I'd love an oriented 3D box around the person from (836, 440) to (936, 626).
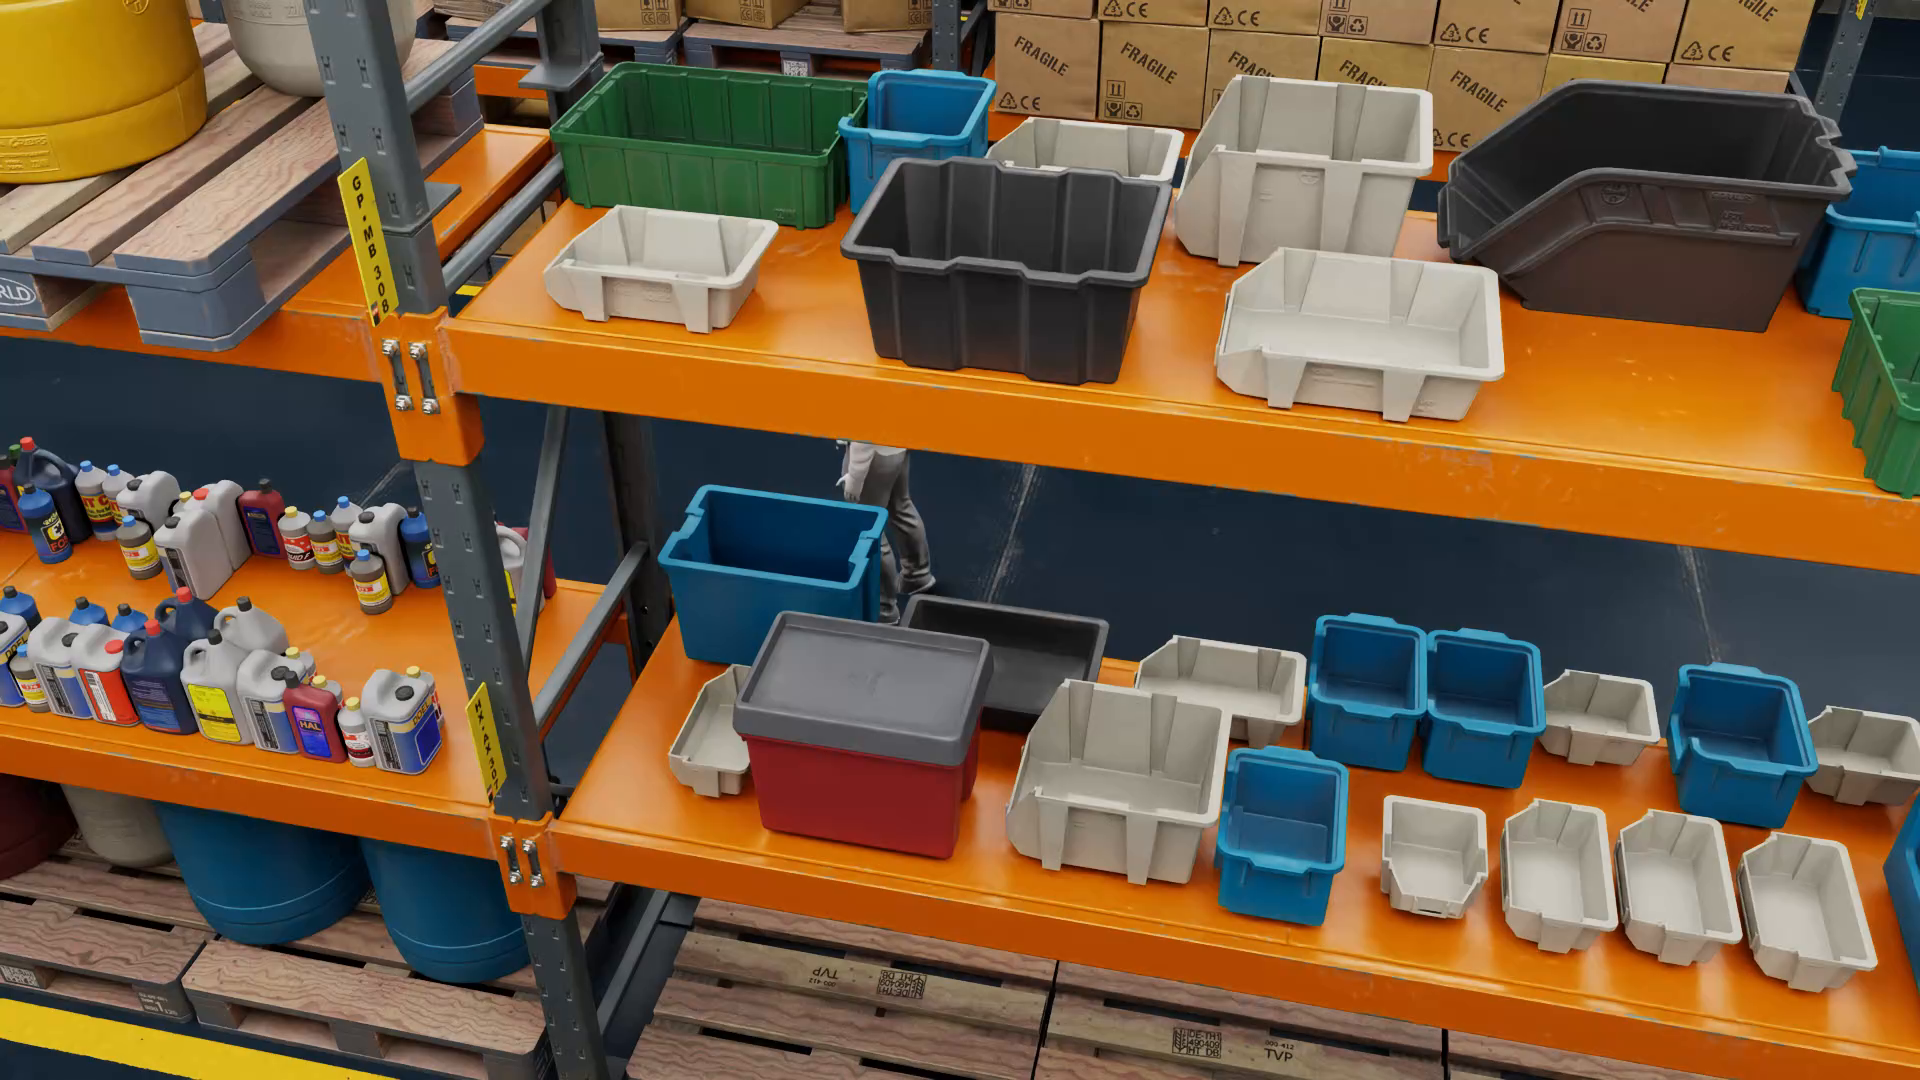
[{"bbox_3d":[-0.332,-0.345,6.645,0.376,1.745,0.476,8,38,11],"label":"person"}]
